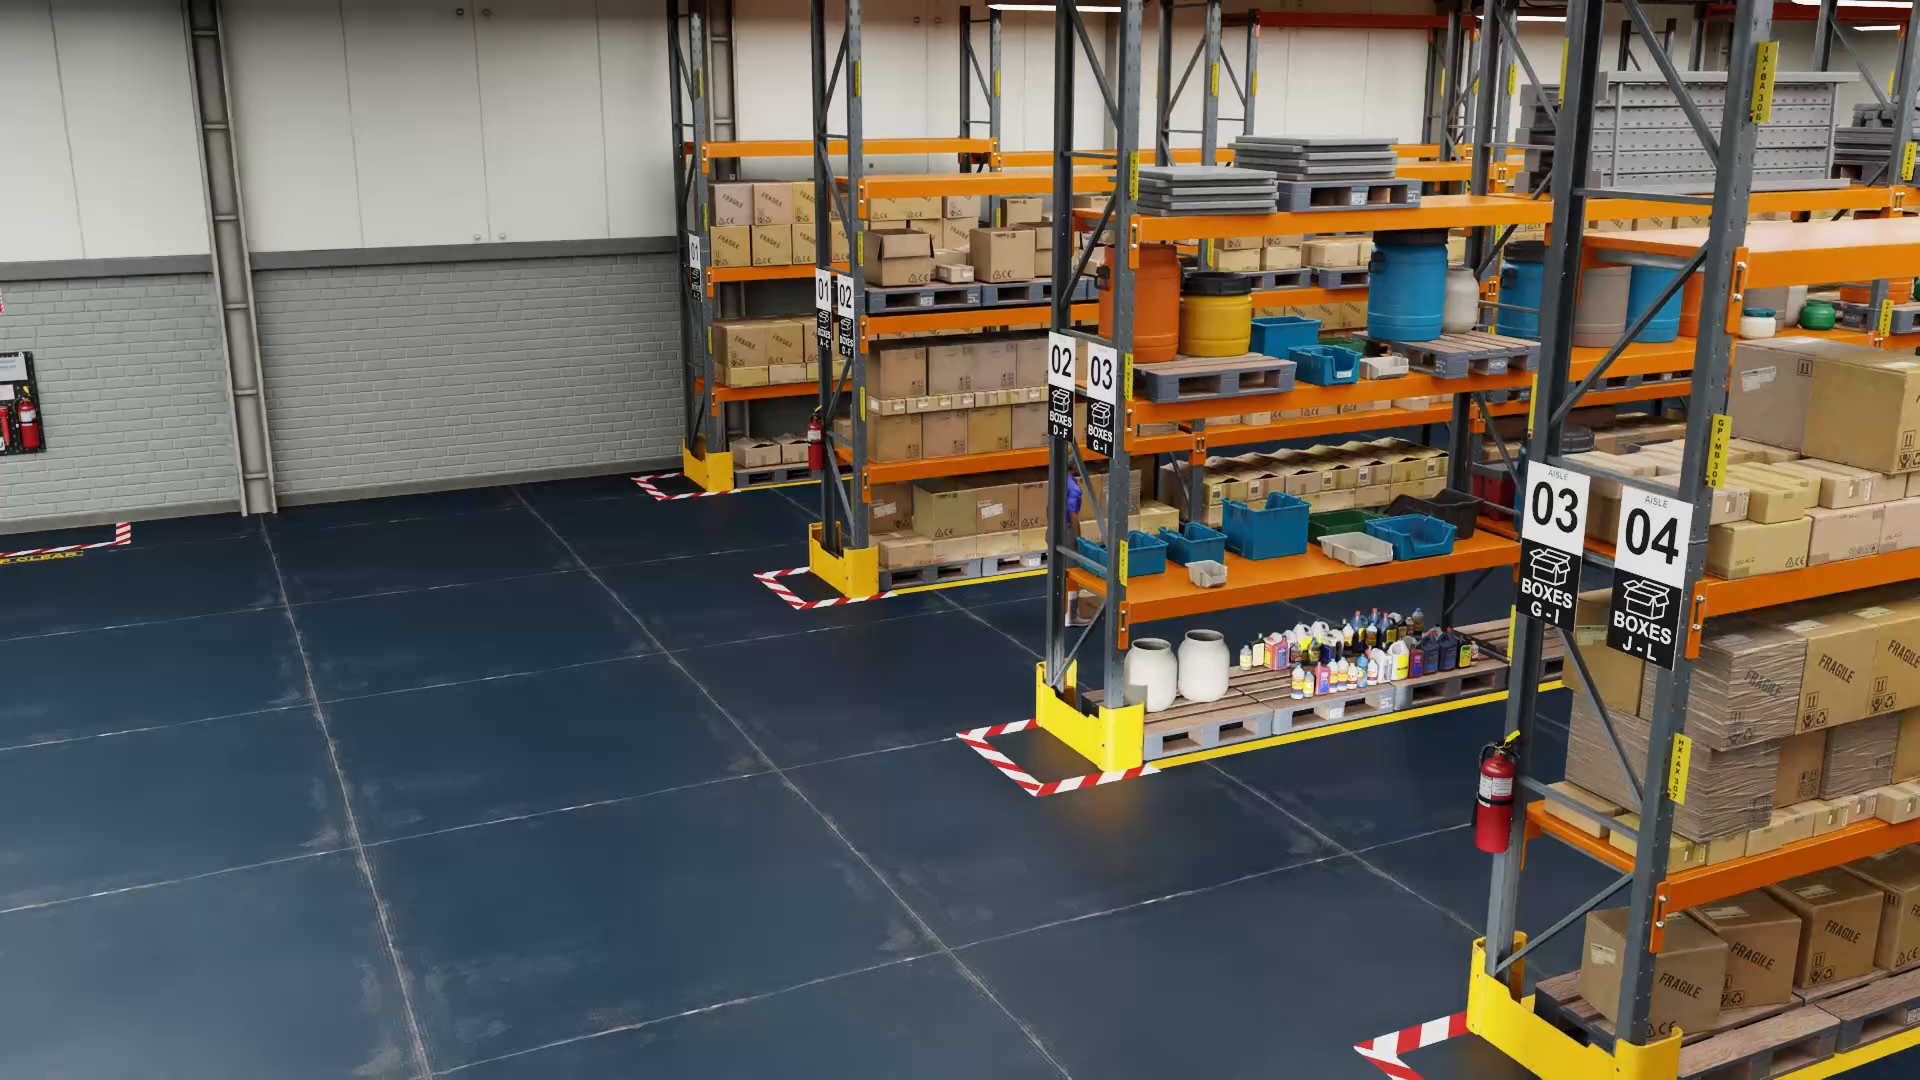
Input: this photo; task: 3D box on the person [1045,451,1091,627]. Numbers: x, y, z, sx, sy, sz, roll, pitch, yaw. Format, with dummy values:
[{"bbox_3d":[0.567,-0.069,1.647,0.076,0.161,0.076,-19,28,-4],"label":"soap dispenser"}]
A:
[{"bbox_3d":[1.015,-0.021,15.848,0.346,1.656,0.532,-8,17,-28],"label":"person"}]
